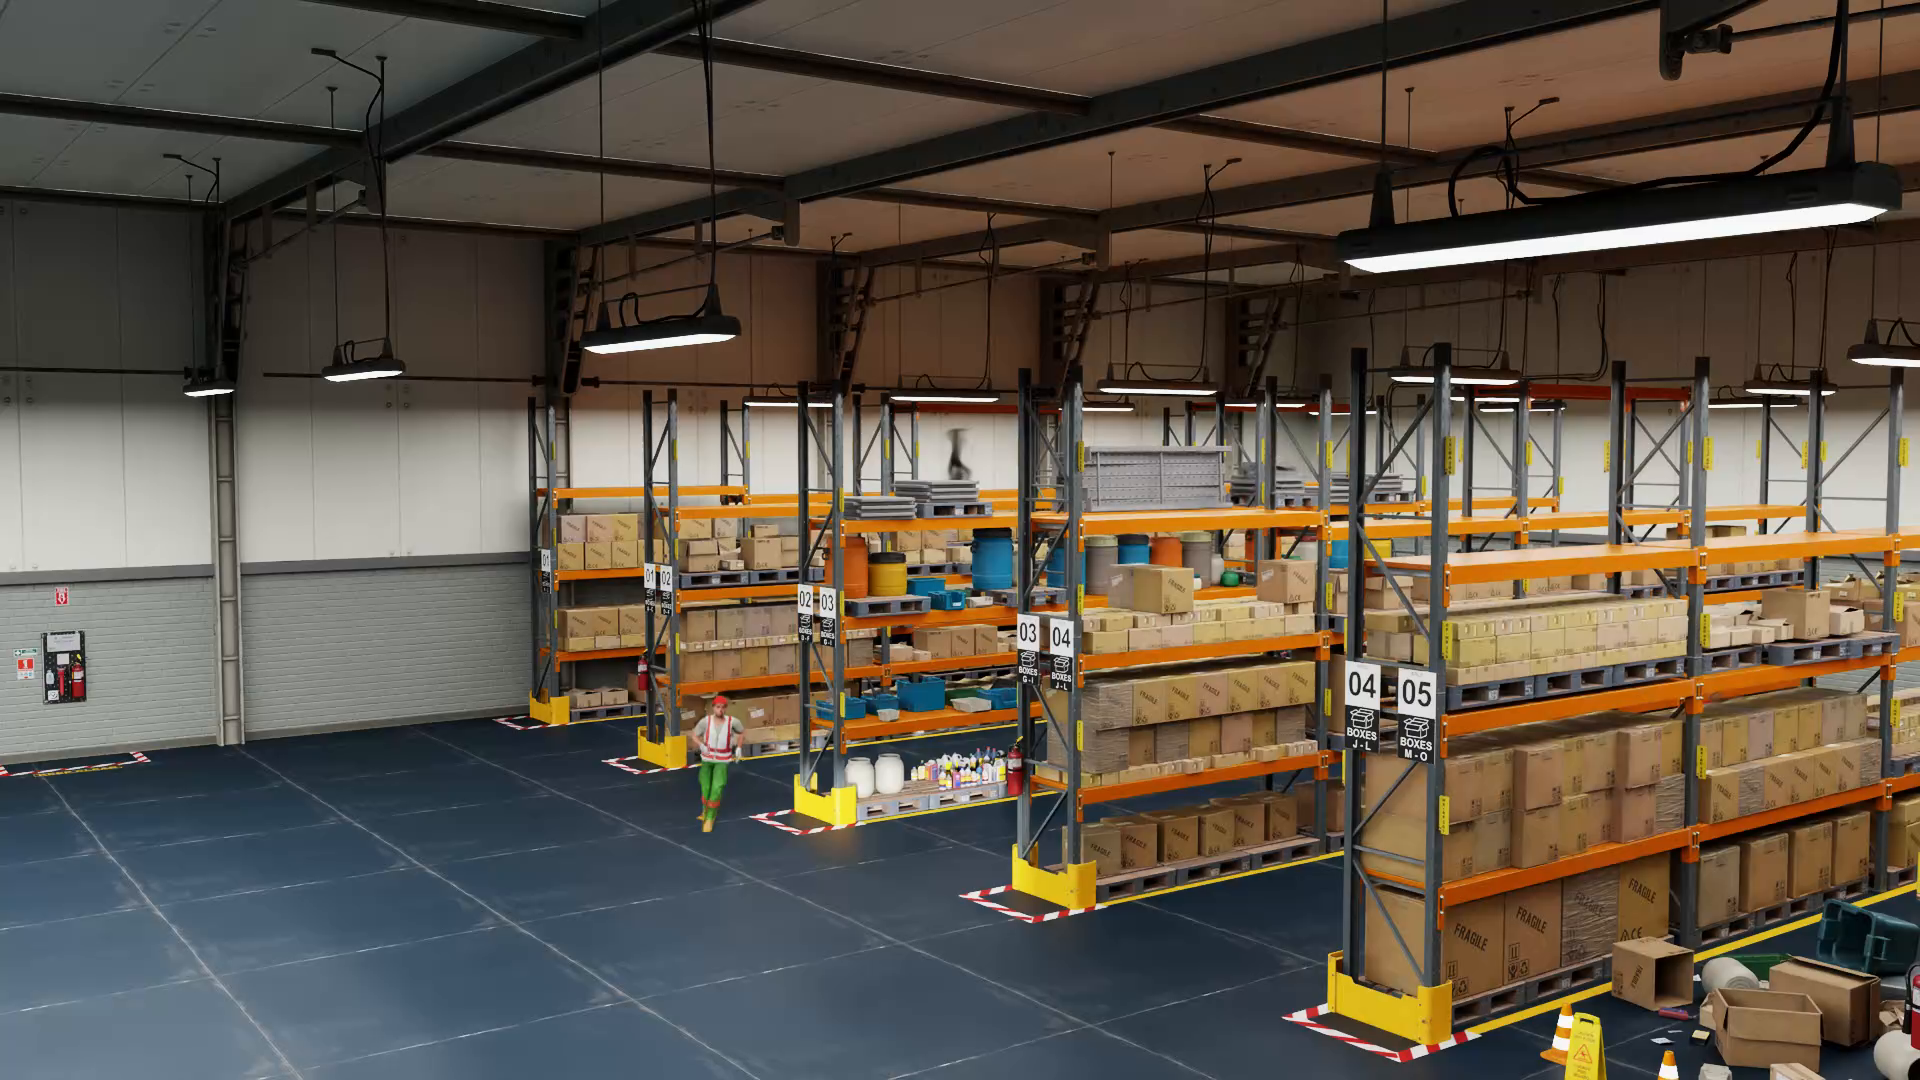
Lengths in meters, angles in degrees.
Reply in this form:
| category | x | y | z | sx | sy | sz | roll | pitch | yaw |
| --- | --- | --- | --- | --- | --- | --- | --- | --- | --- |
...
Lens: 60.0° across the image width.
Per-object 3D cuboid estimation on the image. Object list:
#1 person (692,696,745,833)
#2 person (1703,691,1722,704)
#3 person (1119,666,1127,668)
| category | x | y | z | sx | sy | sz | roll | pitch | yaw |
| --- | --- | --- | --- | --- | --- | --- | --- | --- | --- |
| person | -3.232 | 2.975 | 22.196 | 0.681 | 1.816 | 0.747 | 0 | 3 | 1 |
| person | 10.764 | 2.916 | 23.737 | 0.782 | 1.682 | 0.674 | -3 | 4 | -41 |
| person | 2.697 | 2.681 | 28.468 | 0.696 | 1.680 | 1.008 | 3 | 5 | 44 |
